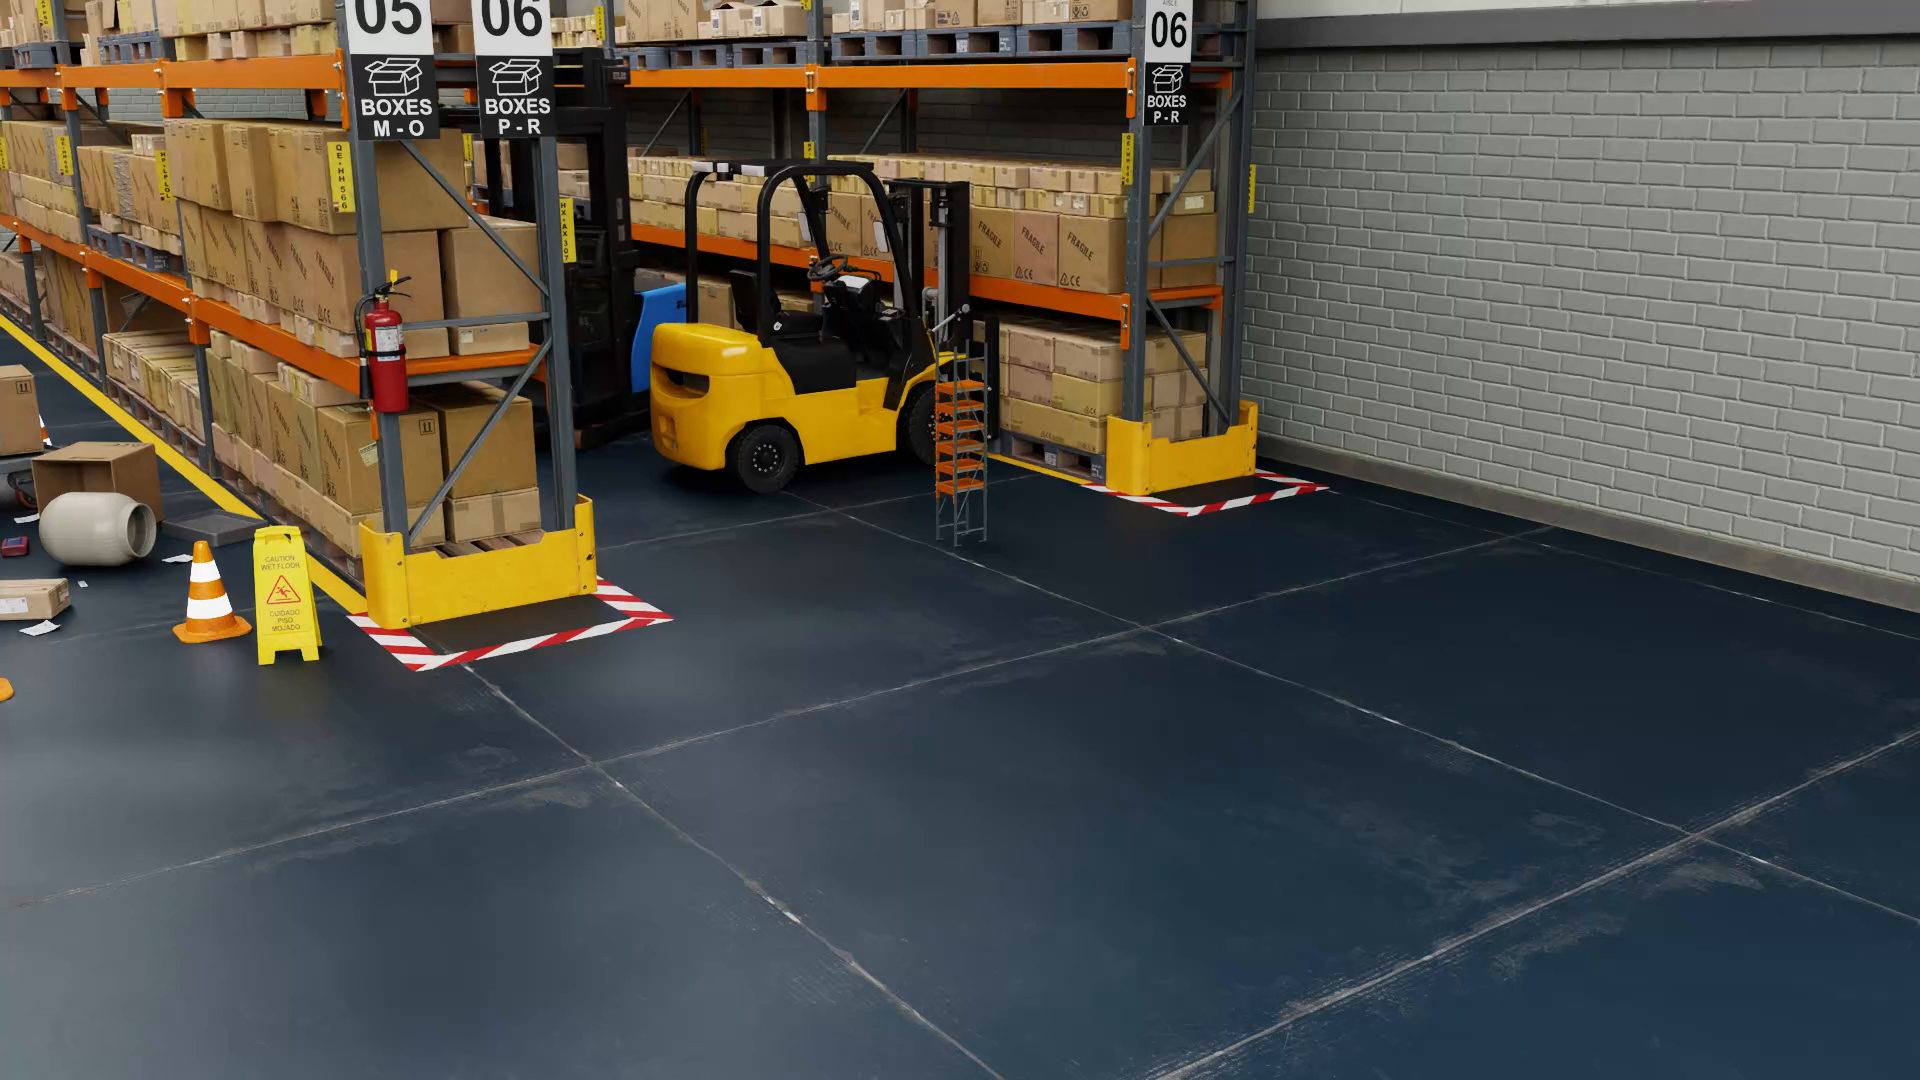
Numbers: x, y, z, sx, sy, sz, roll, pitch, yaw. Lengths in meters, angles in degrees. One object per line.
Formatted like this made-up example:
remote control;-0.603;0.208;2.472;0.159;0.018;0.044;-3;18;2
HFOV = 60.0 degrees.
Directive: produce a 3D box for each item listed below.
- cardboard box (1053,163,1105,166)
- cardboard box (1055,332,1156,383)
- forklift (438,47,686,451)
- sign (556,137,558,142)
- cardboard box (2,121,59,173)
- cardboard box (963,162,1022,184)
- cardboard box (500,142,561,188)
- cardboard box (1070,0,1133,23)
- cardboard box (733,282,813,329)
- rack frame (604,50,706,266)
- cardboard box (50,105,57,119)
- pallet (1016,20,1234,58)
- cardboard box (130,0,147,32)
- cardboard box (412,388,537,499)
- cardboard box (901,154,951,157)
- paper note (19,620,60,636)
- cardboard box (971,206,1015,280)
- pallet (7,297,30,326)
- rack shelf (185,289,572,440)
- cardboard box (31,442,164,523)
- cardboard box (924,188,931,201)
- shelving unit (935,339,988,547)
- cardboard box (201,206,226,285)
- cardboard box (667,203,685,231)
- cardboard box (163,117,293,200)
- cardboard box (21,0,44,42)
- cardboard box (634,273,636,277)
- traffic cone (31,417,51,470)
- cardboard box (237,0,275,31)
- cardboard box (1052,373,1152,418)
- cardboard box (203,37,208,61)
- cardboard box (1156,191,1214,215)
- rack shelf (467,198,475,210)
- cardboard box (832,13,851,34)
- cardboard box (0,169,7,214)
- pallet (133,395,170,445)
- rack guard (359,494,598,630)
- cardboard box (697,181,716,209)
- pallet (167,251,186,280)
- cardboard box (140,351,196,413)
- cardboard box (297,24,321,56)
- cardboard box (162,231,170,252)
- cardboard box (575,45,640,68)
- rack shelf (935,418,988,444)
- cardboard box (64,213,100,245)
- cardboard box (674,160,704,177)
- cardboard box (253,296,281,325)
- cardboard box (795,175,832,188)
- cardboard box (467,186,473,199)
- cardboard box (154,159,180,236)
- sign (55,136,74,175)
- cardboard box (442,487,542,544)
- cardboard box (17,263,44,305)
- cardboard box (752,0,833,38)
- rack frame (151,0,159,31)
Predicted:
cardboard box;0.905;-2.701;12.280;0.380;0.149;0.250;-10;18;-33
cardboard box;1.009;-1.277;11.579;0.500;0.250;0.500;-10;18;-33
forklift;-3.216;-2.208;12.591;1.130;2.935;3.031;6;16;20
sign;-5.077;-5.076;20.748;0.100;0.325;0.005;-11;19;-35
cardboard box;-9.510;-4.052;17.114;0.500;0.500;0.500;-11;19;-34
cardboard box;0.244;-2.744;12.436;0.380;0.149;0.250;-11;19;-34
cardboard box;-5.116;-4.433;19.607;0.700;0.500;0.500;-11;19;-34
cardboard box;1.075;-3.671;10.951;0.500;0.500;0.500;-10;18;-33
cardboard box;-1.586;-2.056;15.611;0.875;0.625;0.625;-11;19;-35
rack frame;-3.172;-3.577;17.463;1.000;3.000;0.127;-11;19;-35
cardboard box;-9.676;-4.663;18.119;0.380;0.149;0.250;-11;19;-34
pallet;1.137;-3.428;11.403;1.003;0.211;1.213;-11;19;-35
cardboard box;-5.587;-3.740;11.864;0.500;0.250;0.500;-11;19;-34
cardboard box;-2.746;-0.556;9.416;0.500;0.500;0.500;-12;19;-36
cardboard box;-0.274;-3.146;13.907;0.380;0.149;0.250;-11;19;-36
paper note;-4.647;0.442;8.404;0.142;0.019;0.148;10;18;33
cardboard box;0.431;-2.203;12.253;0.500;0.500;0.500;-11;19;-36
pallet;-10.642;-2.750;19.724;1.003;0.211;1.213;-11;19;-35
rack shelf;-3.657;-1.177;10.059;1.077;0.370;4.000;-11;19;-35
cardboard box;-5.303;-0.307;10.246;0.500;0.500;0.500;1;15;4
cardboard box;-0.116;-2.697;12.830;0.380;0.149;0.250;-12;19;-36
shelving unit;0.009;-0.576;9.906;0.258;1.200;0.189;-11;19;-35
cardboard box;-4.486;-1.902;10.592;0.500;0.500;0.500;-11;19;-35
cardboard box;-2.508;-3.155;16.205;0.500;0.250;0.500;-12;19;-36
cardboard box;-4.750;-2.498;10.873;0.700;0.500;0.500;-11;19;-35
cardboard box;-7.921;-4.685;14.845;0.700;0.500;0.500;-12;19;-37
cardboard box;-3.594;-2.631;17.945;0.500;0.500;0.500;-10;18;-33
traffic cone;-6.694;-0.775;12.032;0.336;0.463;0.334;-11;19;-35
cardboard box;-3.603;-2.900;9.029;0.500;0.250;0.500;-10;18;-33
cardboard box;0.993;-1.041;11.665;0.500;0.250;0.500;-11;19;-35
cardboard box;-4.504;-3.072;10.412;0.380;0.149;0.250;-11;19;-34
cardboard box;1.542;-2.342;11.534;0.380;0.149;0.250;-11;19;-36
rack shelf;-6.700;-4.511;22.239;1.077;0.370;4.000;-11;19;-35
cardboard box;-0.802;-4.156;13.388;0.380;0.149;0.250;-10;18;-33
cardboard box;-10.323;-3.876;18.368;0.500;0.500;0.500;-11;19;-36
pallet;-6.013;-1.033;13.451;1.003;0.211;1.213;-11;19;-35
rack guard;-2.526;0.092;8.793;1.175;0.500;0.348;-11;19;-35
cardboard box;-2.201;-3.286;15.738;0.500;0.250;0.500;-11;19;-34
pallet;-5.165;-2.045;12.228;1.003;0.211;1.213;-11;19;-35
cardboard box;-5.979;-1.299;13.324;0.950;0.372;0.625;-10;18;-33
cardboard box;-3.090;-2.504;8.336;0.380;0.149;0.250;-11;19;-34
cardboard box;-5.499;-2.159;11.962;0.380;0.149;0.250;-12;19;-36
cardboard box;-3.670;-5.023;17.349;0.500;0.250;0.500;-12;19;-36
rack shelf;0.009;-0.649;9.886;0.258;0.103;0.180;-11;19;-35
cardboard box;-7.692;-2.801;14.912;0.500;0.250;0.500;-12;19;-36
cardboard box;-2.557;-3.614;16.179;0.380;0.149;0.250;-11;19;-34
cardboard box;-3.992;-1.389;9.946;0.380;0.149;0.250;-11;19;-35
cardboard box;-1.200;-3.122;14.384;0.380;0.149;0.250;-10;18;-33
cardboard box;-5.916;-4.339;20.722;0.380;0.149;0.250;-11;19;-34
cardboard box;-5.290;-2.409;11.646;0.500;0.500;0.500;-11;19;-36
sign;-7.632;-3.277;14.175;0.100;0.325;0.005;-11;19;-35
cardboard box;-2.732;-0.189;9.497;0.500;0.250;0.500;-11;19;-35
cardboard box;-10.346;-2.968;19.297;0.875;0.438;0.875;-12;19;-36
cardboard box;-1.443;-4.494;14.316;0.500;0.311;0.500;-12;19;-36
rack frame;-4.833;-4.845;10.732;1.000;3.000;0.127;-11;19;-35
